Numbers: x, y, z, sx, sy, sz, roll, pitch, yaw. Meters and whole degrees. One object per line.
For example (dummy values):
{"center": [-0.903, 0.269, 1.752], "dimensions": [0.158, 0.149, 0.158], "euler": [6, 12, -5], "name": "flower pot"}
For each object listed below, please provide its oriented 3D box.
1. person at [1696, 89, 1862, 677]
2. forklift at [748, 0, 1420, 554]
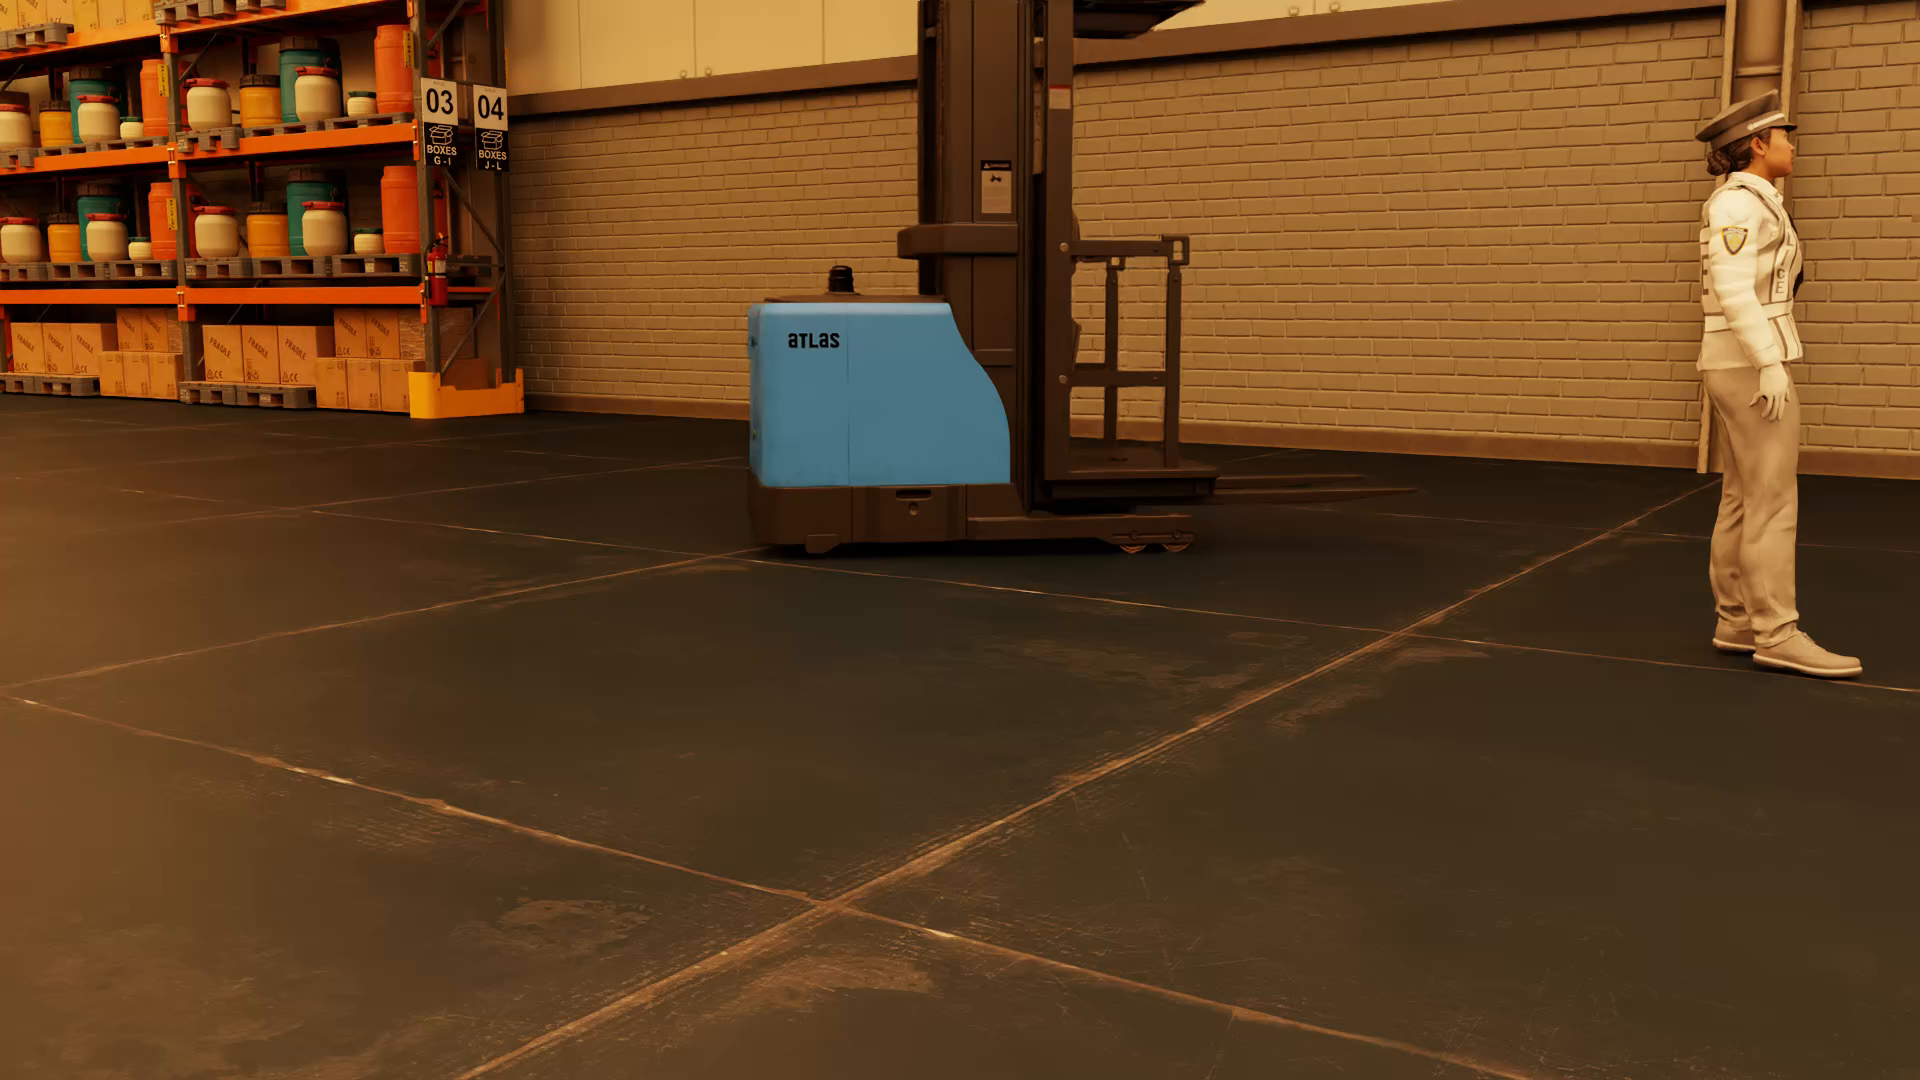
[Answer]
{"center": [2.447, -0.490, 4.979], "dimensions": [0.532, 1.694, 0.586], "euler": [4, 9, 24], "name": "person"}
{"center": [0.568, -1.469, 7.520], "dimensions": [3.031, 2.935, 1.130], "euler": [-1, 8, -10], "name": "forklift"}
